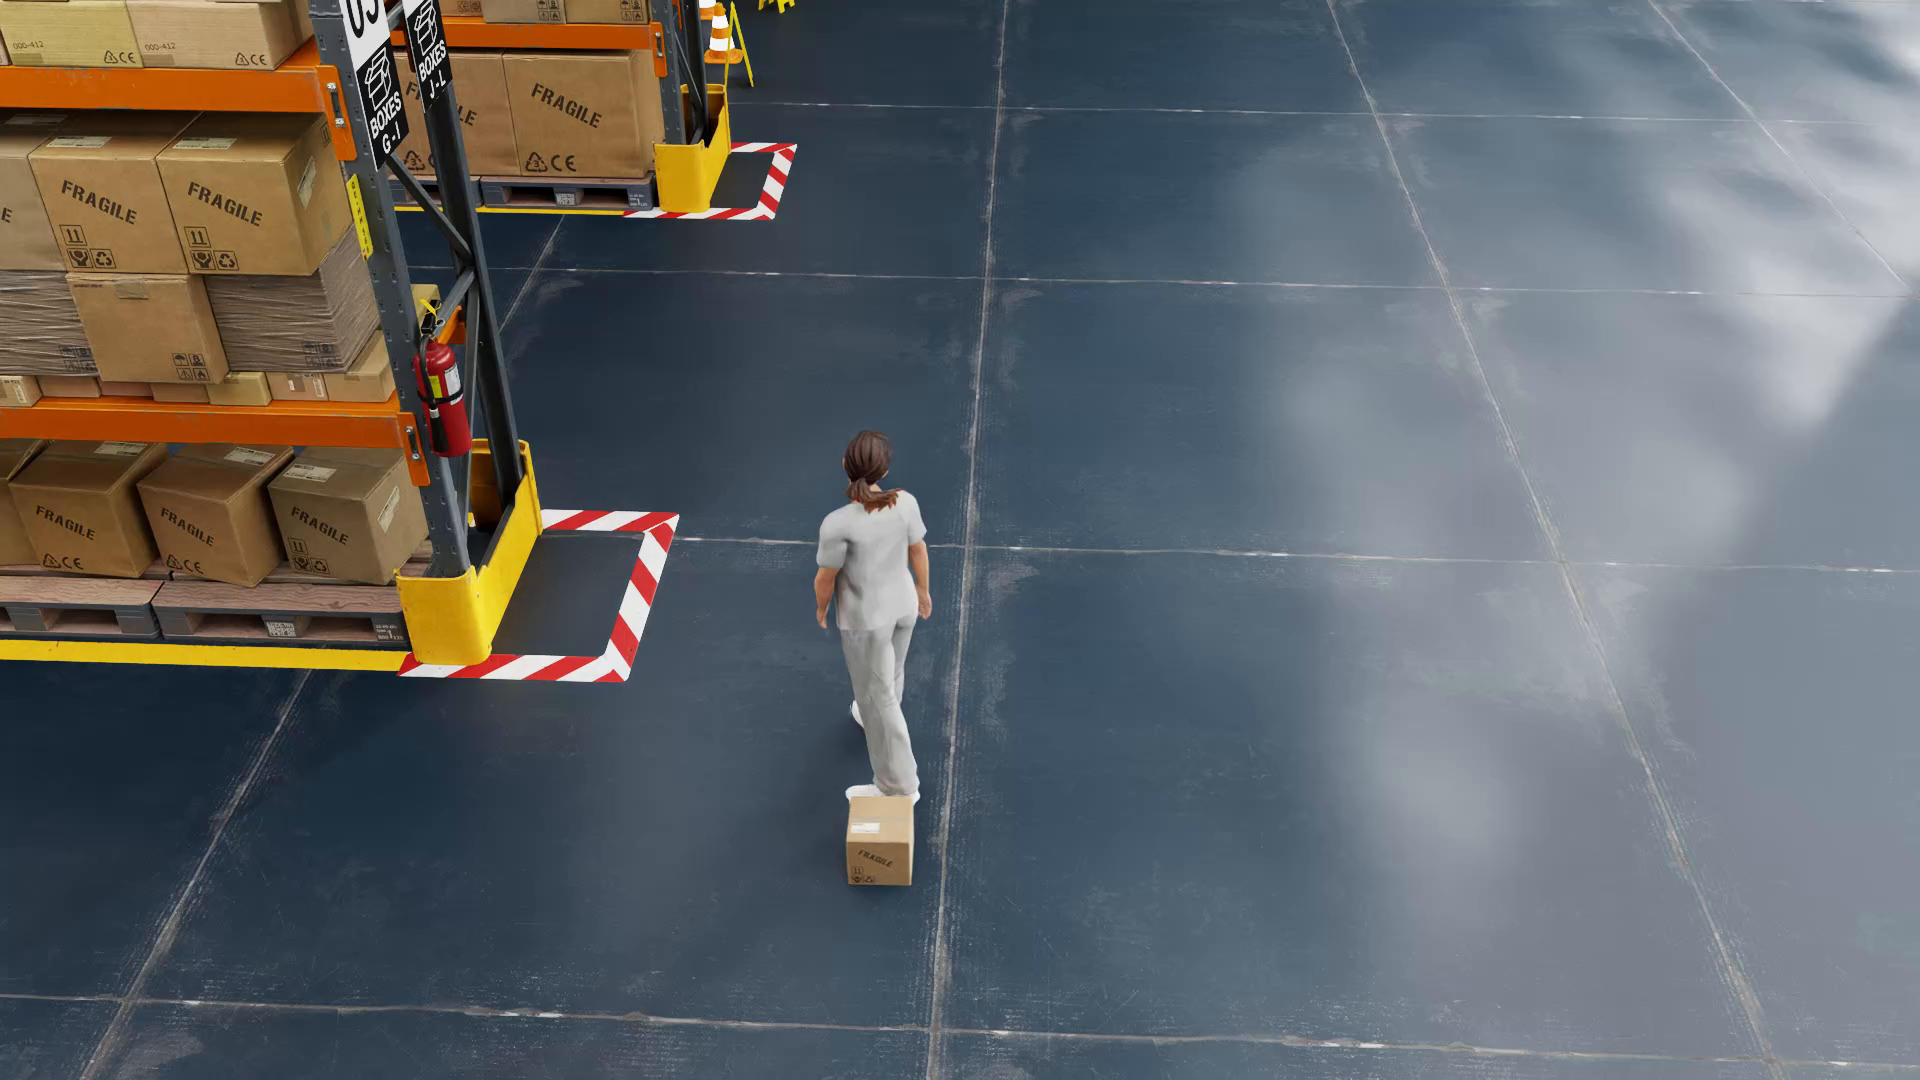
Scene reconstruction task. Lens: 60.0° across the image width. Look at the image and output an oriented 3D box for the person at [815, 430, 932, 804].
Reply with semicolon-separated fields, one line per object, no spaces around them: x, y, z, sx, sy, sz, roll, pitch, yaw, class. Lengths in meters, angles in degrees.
-0.349;0.285;6.692;0.518;1.661;0.651;-27;44;-32;person
